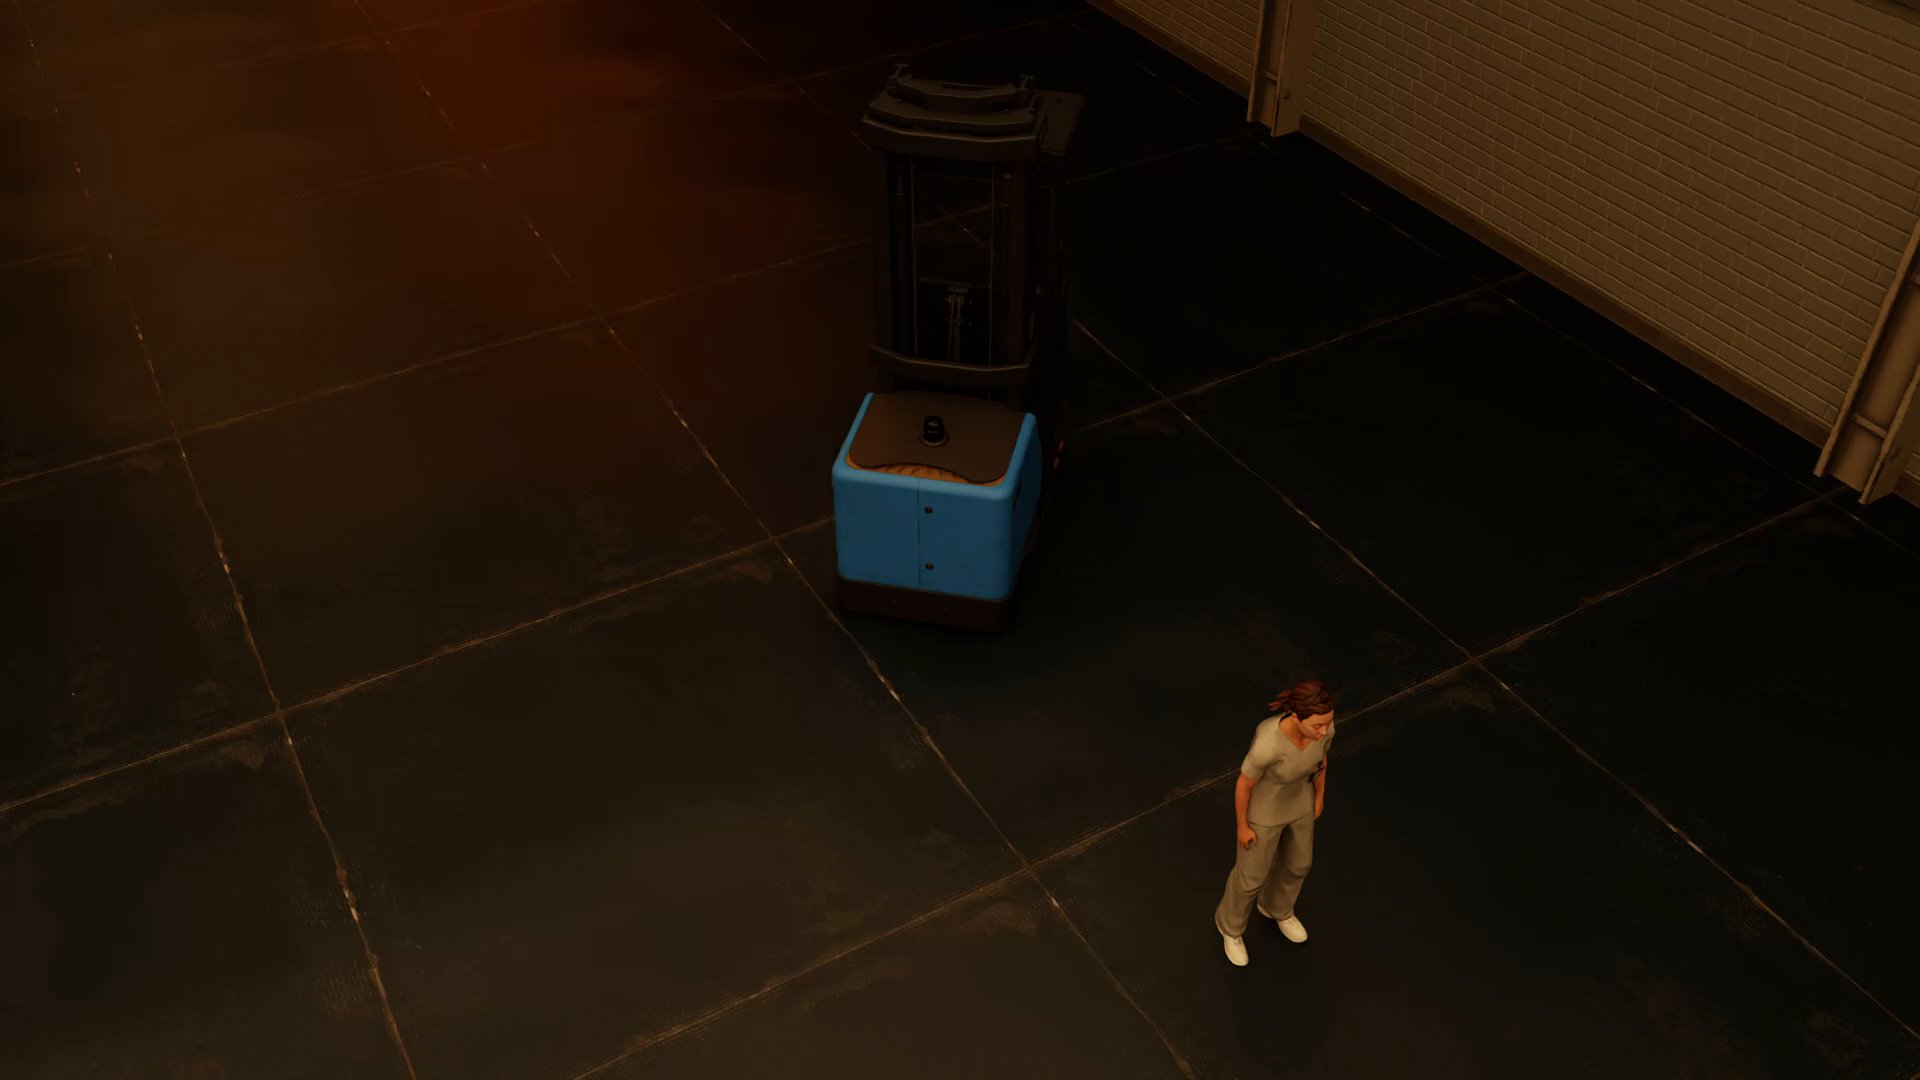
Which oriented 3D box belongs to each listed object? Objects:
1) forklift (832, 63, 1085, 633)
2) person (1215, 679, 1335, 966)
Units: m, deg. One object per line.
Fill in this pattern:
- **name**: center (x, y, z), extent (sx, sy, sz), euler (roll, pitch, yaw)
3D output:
- **forklift**: center (0.094, -1.542, 9.895), extent (1.130, 2.935, 3.031), euler (8, 40, 10)
- **person**: center (1.454, 1.235, 7.535), extent (0.486, 1.672, 0.364), euler (-18, 43, -20)
